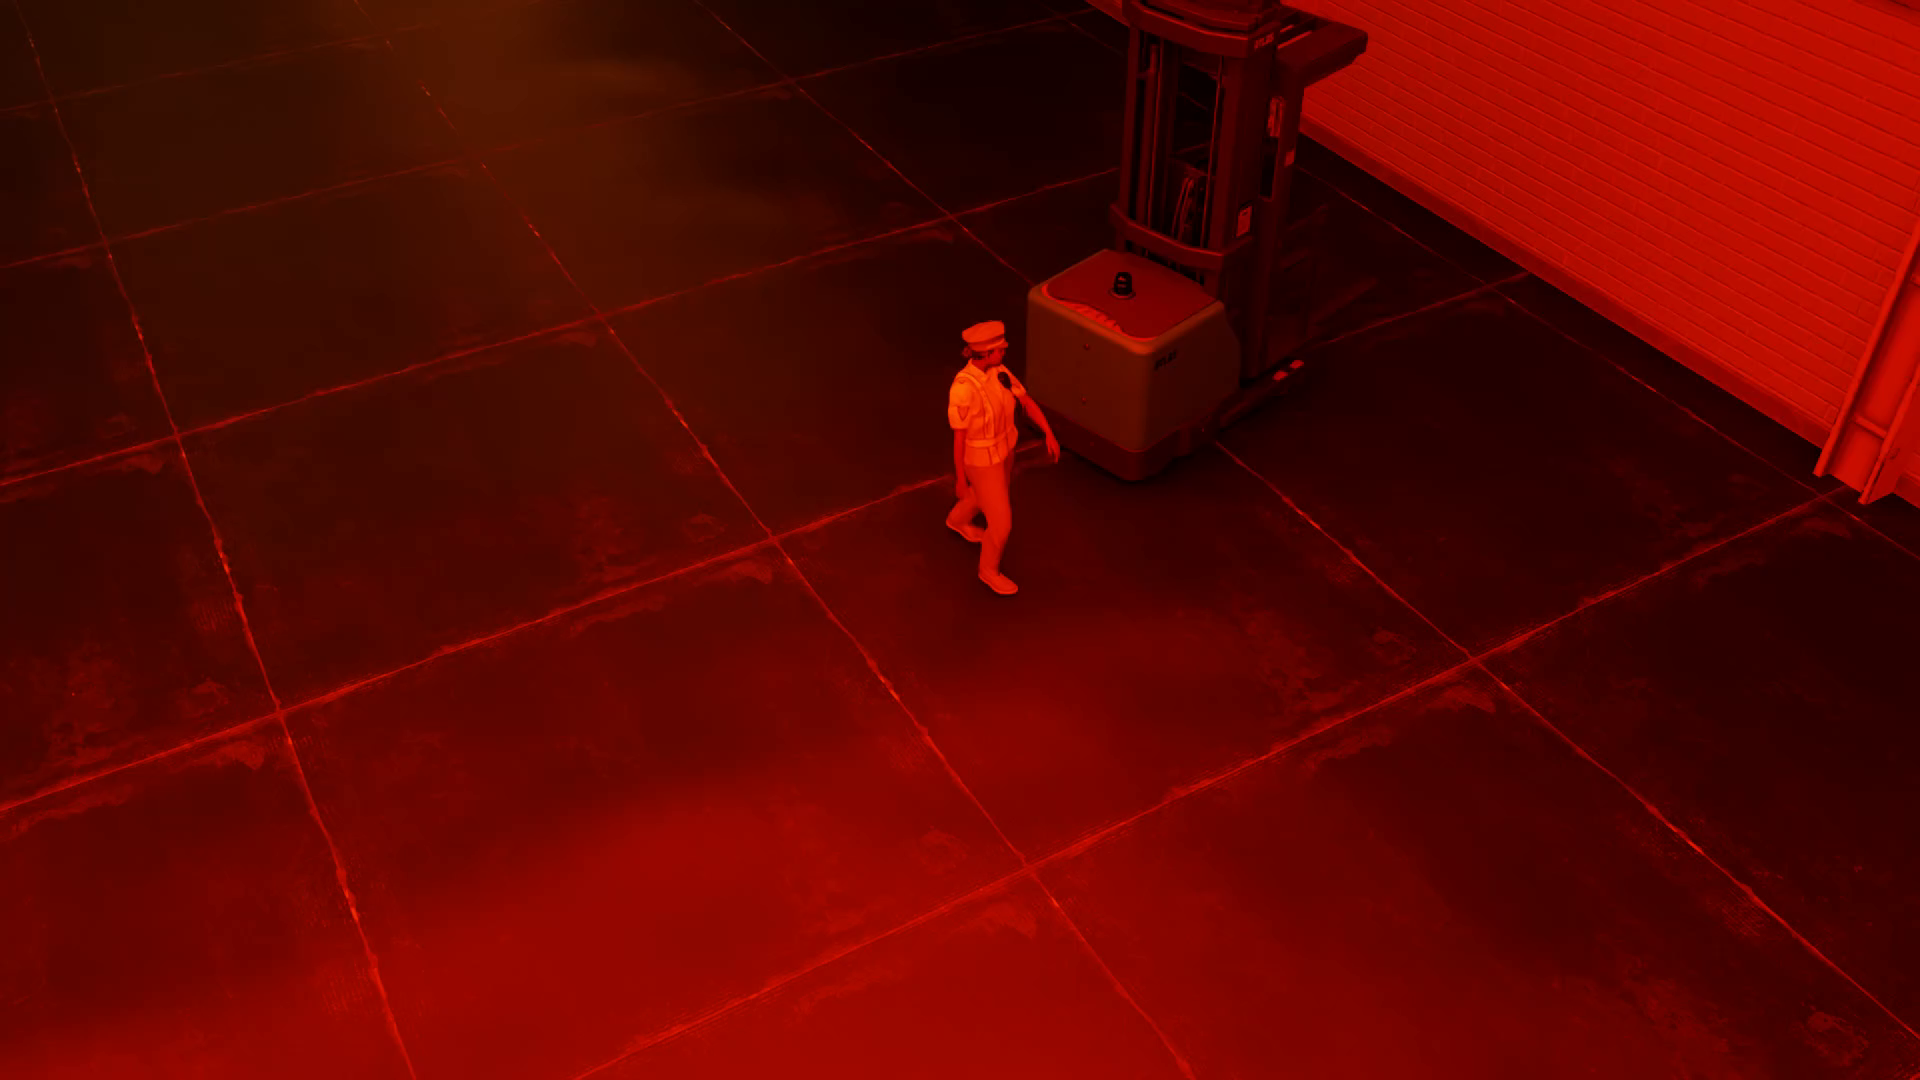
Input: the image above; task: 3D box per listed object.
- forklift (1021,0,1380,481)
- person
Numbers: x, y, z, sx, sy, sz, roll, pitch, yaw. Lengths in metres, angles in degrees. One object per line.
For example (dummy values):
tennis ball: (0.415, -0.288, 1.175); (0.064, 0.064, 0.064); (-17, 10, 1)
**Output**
forklift: (1.807, -2.343, 10.861); (1.130, 2.935, 3.031); (32, 49, 33)
person: (0.185, -0.468, 9.664); (0.789, 1.581, 0.622); (16, 42, 19)
